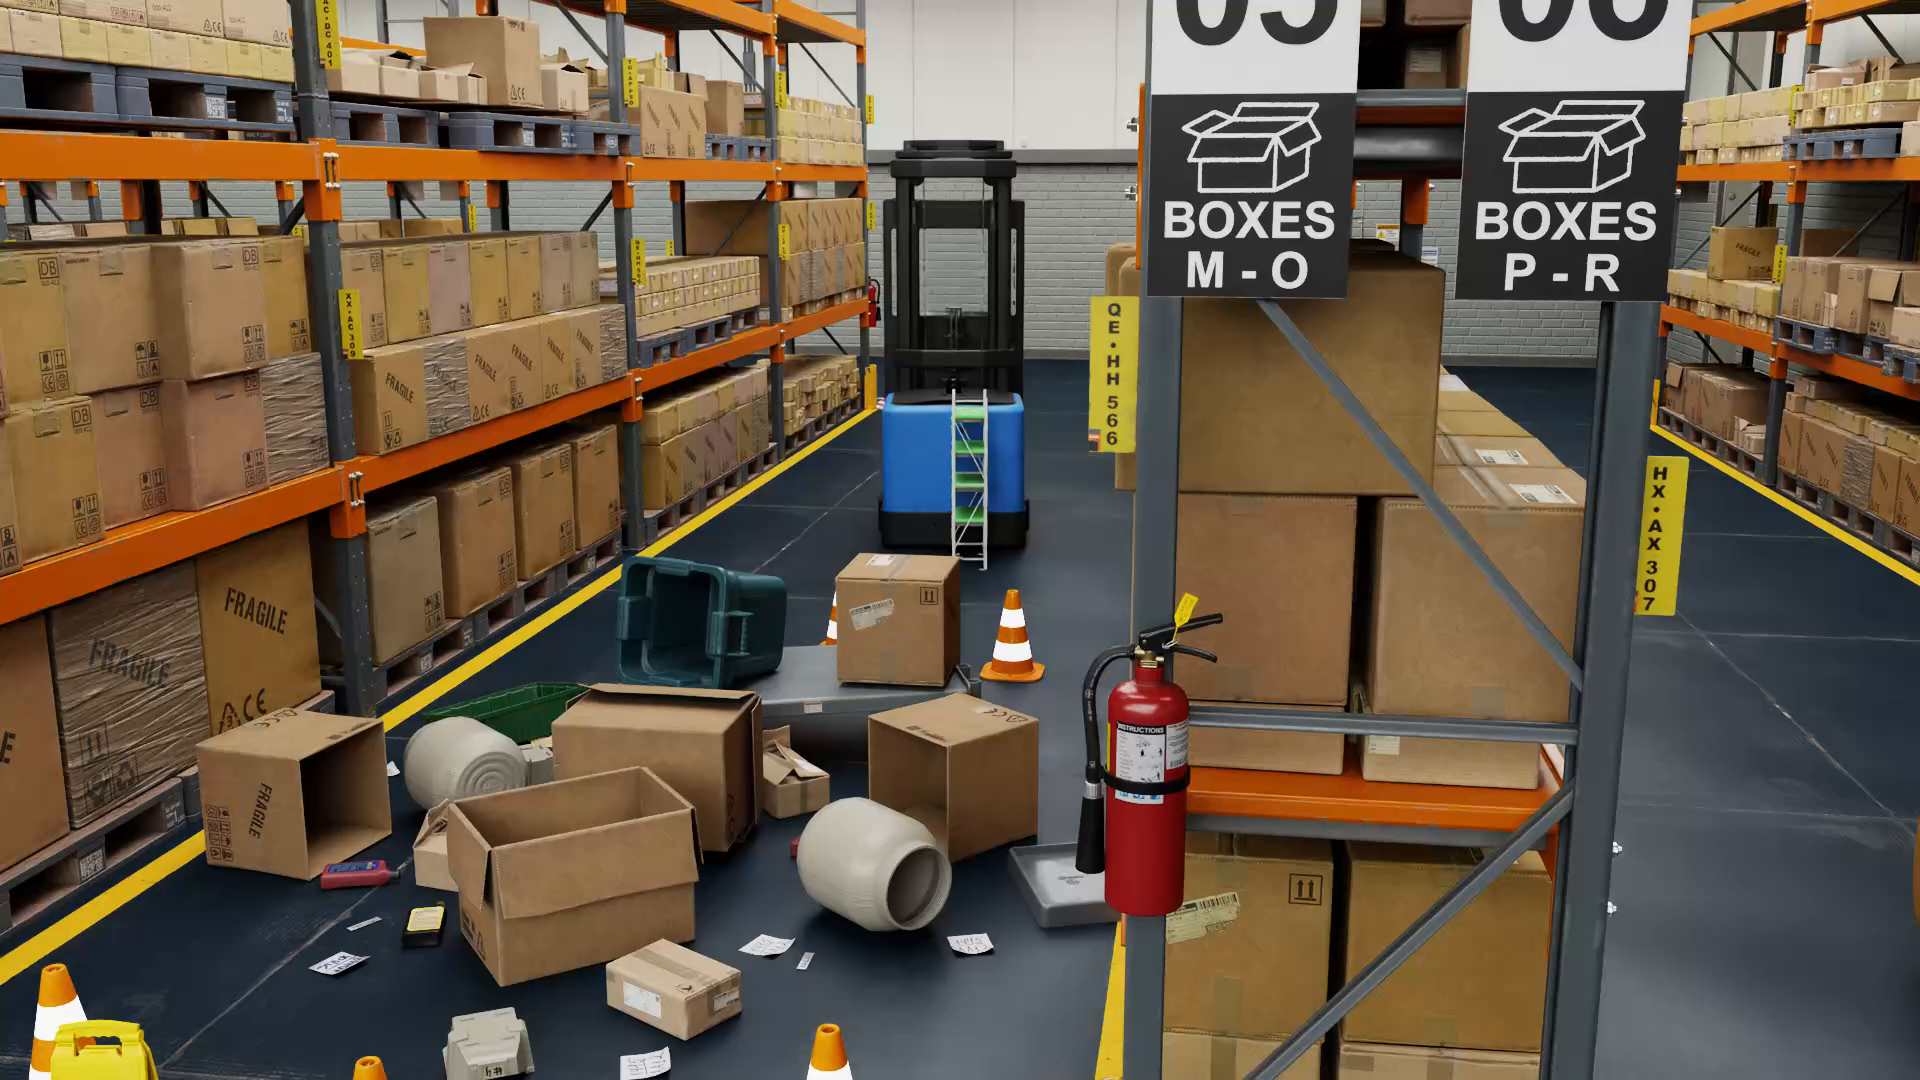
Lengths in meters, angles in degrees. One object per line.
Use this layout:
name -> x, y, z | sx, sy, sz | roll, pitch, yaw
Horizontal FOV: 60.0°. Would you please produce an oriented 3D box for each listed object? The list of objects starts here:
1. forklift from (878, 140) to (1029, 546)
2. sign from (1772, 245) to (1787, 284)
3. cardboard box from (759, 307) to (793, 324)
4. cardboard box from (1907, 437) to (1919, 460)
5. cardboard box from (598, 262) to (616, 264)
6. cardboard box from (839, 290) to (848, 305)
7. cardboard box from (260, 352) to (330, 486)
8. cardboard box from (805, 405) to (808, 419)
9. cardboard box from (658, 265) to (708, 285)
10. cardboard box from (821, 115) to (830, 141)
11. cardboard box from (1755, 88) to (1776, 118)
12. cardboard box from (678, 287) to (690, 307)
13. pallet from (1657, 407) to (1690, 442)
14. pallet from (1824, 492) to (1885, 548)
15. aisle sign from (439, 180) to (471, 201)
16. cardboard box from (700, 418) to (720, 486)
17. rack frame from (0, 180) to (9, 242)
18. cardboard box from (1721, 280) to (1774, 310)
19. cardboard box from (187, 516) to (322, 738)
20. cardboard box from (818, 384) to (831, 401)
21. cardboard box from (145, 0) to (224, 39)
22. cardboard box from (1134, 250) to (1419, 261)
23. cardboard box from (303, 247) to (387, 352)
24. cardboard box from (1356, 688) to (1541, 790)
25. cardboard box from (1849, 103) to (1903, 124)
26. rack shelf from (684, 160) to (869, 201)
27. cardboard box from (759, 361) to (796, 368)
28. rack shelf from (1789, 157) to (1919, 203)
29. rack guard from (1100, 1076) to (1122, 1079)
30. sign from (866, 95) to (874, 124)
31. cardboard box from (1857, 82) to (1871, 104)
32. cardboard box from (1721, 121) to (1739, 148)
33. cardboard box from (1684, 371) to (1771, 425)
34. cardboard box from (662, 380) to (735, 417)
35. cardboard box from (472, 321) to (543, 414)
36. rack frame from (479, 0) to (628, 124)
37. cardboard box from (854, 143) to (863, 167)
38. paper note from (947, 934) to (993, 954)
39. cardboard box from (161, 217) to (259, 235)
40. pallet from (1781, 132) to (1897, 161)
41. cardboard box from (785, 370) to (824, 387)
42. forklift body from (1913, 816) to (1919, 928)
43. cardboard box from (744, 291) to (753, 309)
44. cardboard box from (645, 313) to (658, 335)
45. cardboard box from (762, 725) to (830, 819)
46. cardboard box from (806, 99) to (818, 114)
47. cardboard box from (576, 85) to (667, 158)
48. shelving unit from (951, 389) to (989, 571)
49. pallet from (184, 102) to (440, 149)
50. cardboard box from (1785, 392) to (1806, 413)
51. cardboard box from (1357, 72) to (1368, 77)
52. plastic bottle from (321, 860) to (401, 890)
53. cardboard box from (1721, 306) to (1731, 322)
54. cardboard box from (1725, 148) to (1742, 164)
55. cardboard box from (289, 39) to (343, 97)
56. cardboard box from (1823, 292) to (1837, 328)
forklift -> -0.048, -1.645, 13.171 | 1.130, 2.935, 3.031 | 0, 12, 0
sign -> 7.079, -2.379, 14.357 | 0.100, 0.325, 0.005 | 2, 12, 9
cardboard box -> -1.828, -2.165, 16.014 | 0.380, 0.149, 0.250 | 2, 12, 11
cardboard box -> 6.923, -0.630, 11.692 | 0.380, 0.149, 0.250 | 1, 12, 7
cardboard box -> -2.908, -2.276, 14.122 | 0.380, 0.149, 0.250 | 2, 12, 11
cardboard box -> -1.466, -2.715, 18.567 | 0.380, 0.149, 0.250 | 2, 12, 10
cardboard box -> -3.470, -0.570, 7.662 | 0.875, 0.550, 0.550 | 2, 12, 9
cardboard box -> -1.797, -1.337, 17.345 | 0.380, 0.149, 0.250 | 1, 12, 6
cardboard box -> -2.305, -2.195, 13.746 | 0.380, 0.149, 0.250 | 2, 12, 8
cardboard box -> -1.647, -4.287, 17.316 | 0.500, 0.250, 0.500 | 1, 12, 6
cardboard box -> 7.526, -3.941, 15.005 | 0.500, 0.250, 0.500 | 2, 12, 8
cardboard box -> -2.382, -1.945, 13.292 | 0.380, 0.149, 0.250 | 2, 12, 9
pallet -> 8.099, -1.227, 17.688 | 1.003, 0.211, 1.213 | 2, 12, 9
pallet -> 7.344, -0.151, 12.694 | 1.003, 0.211, 1.213 | 2, 12, 9
aisle sign -> -6.158, -4.530, 20.221 | 0.394, 0.787, 0.004 | 2, 12, 9
cardboard box -> -2.301, -0.740, 13.746 | 0.500, 0.500, 0.500 | 2, 12, 7
rack frame -> -7.696, -1.588, 12.743 | 1.000, 3.000, 0.127 | 2, 12, 9
cardboard box -> 7.606, -2.334, 15.853 | 0.500, 0.250, 0.500 | 2, 12, 8
cardboard box -> -3.591, 0.388, 7.618 | 0.875, 0.875, 0.875 | 2, 12, 10
cardboard box -> -1.597, -1.582, 17.779 | 0.380, 0.149, 0.250 | 2, 12, 9
cardboard box -> -3.326, -2.150, 6.647 | 0.500, 0.250, 0.500 | 2, 12, 8
cardboard box -> 0.814, -0.503, 4.392 | 0.700, 0.500, 0.500 | 2, 12, 9
cardboard box -> -3.355, -1.215, 8.400 | 0.700, 0.500, 0.500 | 2, 12, 8
cardboard box -> 1.123, 0.457, 3.849 | 0.380, 0.149, 0.250 | 2, 12, 9
cardboard box -> 6.975, -3.223, 12.570 | 0.380, 0.149, 0.250 | 2, 12, 10
rack shelf -> -1.888, -3.770, 17.455 | 1.077, 0.370, 4.000 | 2, 12, 9
cardboard box -> -2.041, -1.912, 18.605 | 0.380, 0.149, 0.250 | 1, 12, 6
rack shelf -> 7.309, -2.638, 12.202 | 1.077, 0.370, 4.000 | 2, 12, 9
rack guard -> 0.878, 1.604, 3.862 | 1.175, 0.500, 0.348 | 2, 12, 9
sign -> -1.035, -4.949, 19.115 | 0.100, 0.325, 0.005 | 2, 12, 9
cardboard box -> 7.007, -3.364, 12.521 | 0.380, 0.149, 0.250 | 2, 12, 9
cardboard box -> 7.688, -3.906, 16.029 | 0.500, 0.250, 0.500 | 2, 12, 8
cardboard box -> 7.874, -1.455, 17.060 | 0.700, 0.500, 0.500 | 2, 12, 11
cardboard box -> -2.219, -1.209, 14.138 | 0.500, 0.250, 0.500 | 1, 12, 6
cardboard box -> -2.844, -1.038, 9.953 | 0.500, 0.500, 0.500 | 2, 12, 10
rack frame -> -2.810, -4.339, 11.267 | 1.000, 3.000, 0.127 | 2, 12, 9
cardboard box -> -1.388, -4.361, 18.847 | 0.500, 0.250, 0.500 | 2, 12, 7
paper note -> 0.039, 1.415, 5.854 | 0.142, 0.019, 0.148 | -2, 12, -11
cardboard box -> -7.171, -2.827, 15.872 | 0.797, 0.503, 0.637 | 2, 12, 7
pallet -> 7.447, -3.181, 13.458 | 1.213, 0.211, 1.003 | 2, 12, 9
cardboard box -> -1.672, -1.731, 17.764 | 0.380, 0.149, 0.250 | 2, 12, 9
forklift body -> 4.260, 0.519, 4.978 | 2.313, 2.155, 1.214 | 2, 12, 9
cardboard box -> -2.100, -2.178, 15.081 | 0.380, 0.149, 0.250 | 2, 12, 9
cardboard box -> -2.501, -1.631, 12.542 | 0.380, 0.149, 0.250 | 2, 12, 11
cardboard box -> -0.765, 1.002, 7.213 | 0.258, 0.266, 0.396 | -7, 14, -30
cardboard box -> -1.661, -4.396, 16.875 | 0.380, 0.149, 0.250 | 3, 12, 11
cardboard box -> -2.459, -3.032, 12.084 | 0.500, 0.500, 0.500 | 2, 12, 9
shelving unit -> 0.066, -0.424, 11.613 | 0.258, 1.200, 0.503 | 0, 12, 0
pallet -> -3.333, -2.139, 8.633 | 0.805, 0.209, 1.217 | 1, 12, 6
cardboard box -> 7.299, -1.174, 14.218 | 0.380, 0.149, 0.250 | 2, 12, 11
cardboard box -> 1.447, -1.555, 5.119 | 0.500, 0.250, 0.500 | 2, 12, 10
plastic bottle -> -2.296, 1.284, 6.392 | 0.283, 0.061, 0.133 | -2, 12, -11
cardboard box -> 7.671, -2.212, 16.234 | 0.380, 0.149, 0.250 | 2, 12, 9
cardboard box -> 7.588, -3.689, 15.967 | 0.380, 0.149, 0.250 | 2, 12, 10
cardboard box -> -3.475, -2.373, 8.387 | 0.500, 0.250, 0.500 | 2, 12, 9
cardboard box -> 7.024, -1.802, 13.059 | 0.396, 0.266, 0.258 | 2, 12, 11
